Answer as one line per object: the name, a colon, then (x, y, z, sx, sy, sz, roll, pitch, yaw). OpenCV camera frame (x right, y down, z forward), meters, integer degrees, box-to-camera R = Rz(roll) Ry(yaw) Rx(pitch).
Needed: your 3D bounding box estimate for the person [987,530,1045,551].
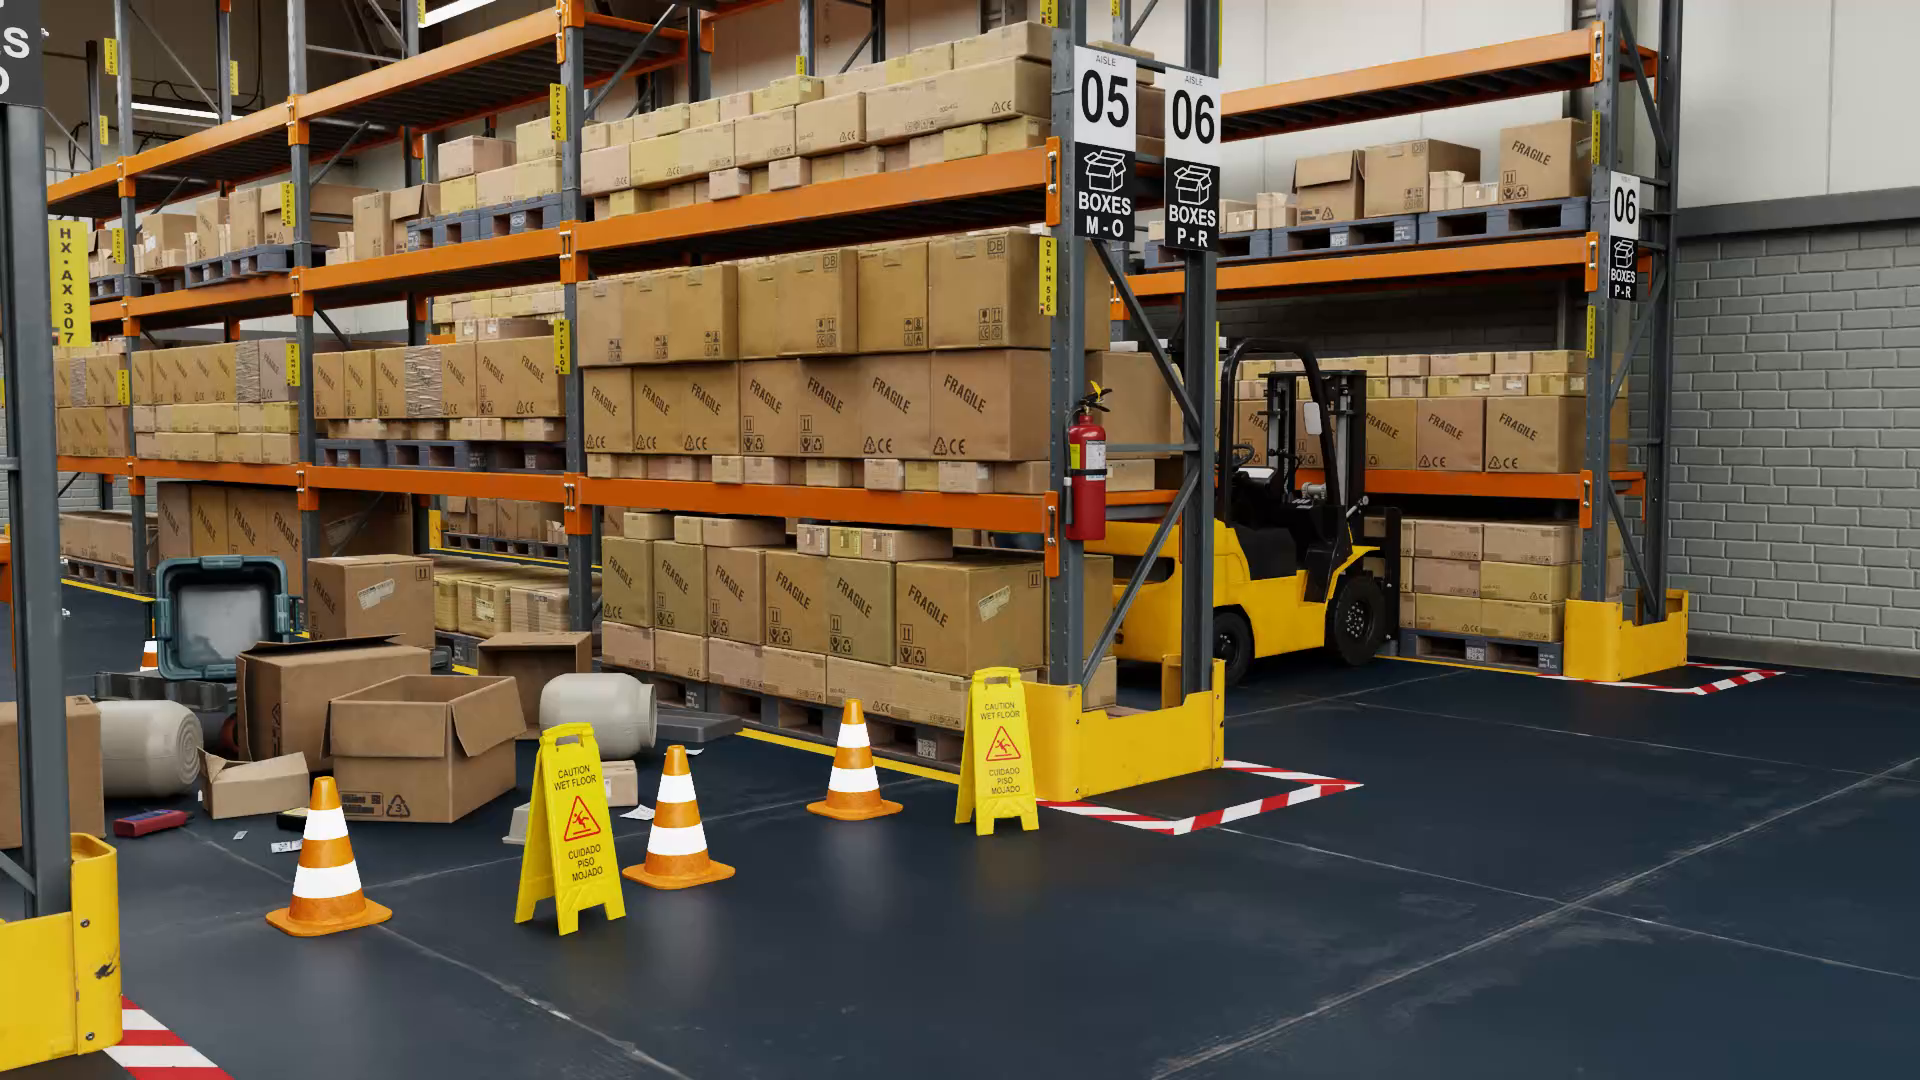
person: (0.429, -0.089, 11.957, 0.629, 1.761, 0.457, 4, 5, 44)
